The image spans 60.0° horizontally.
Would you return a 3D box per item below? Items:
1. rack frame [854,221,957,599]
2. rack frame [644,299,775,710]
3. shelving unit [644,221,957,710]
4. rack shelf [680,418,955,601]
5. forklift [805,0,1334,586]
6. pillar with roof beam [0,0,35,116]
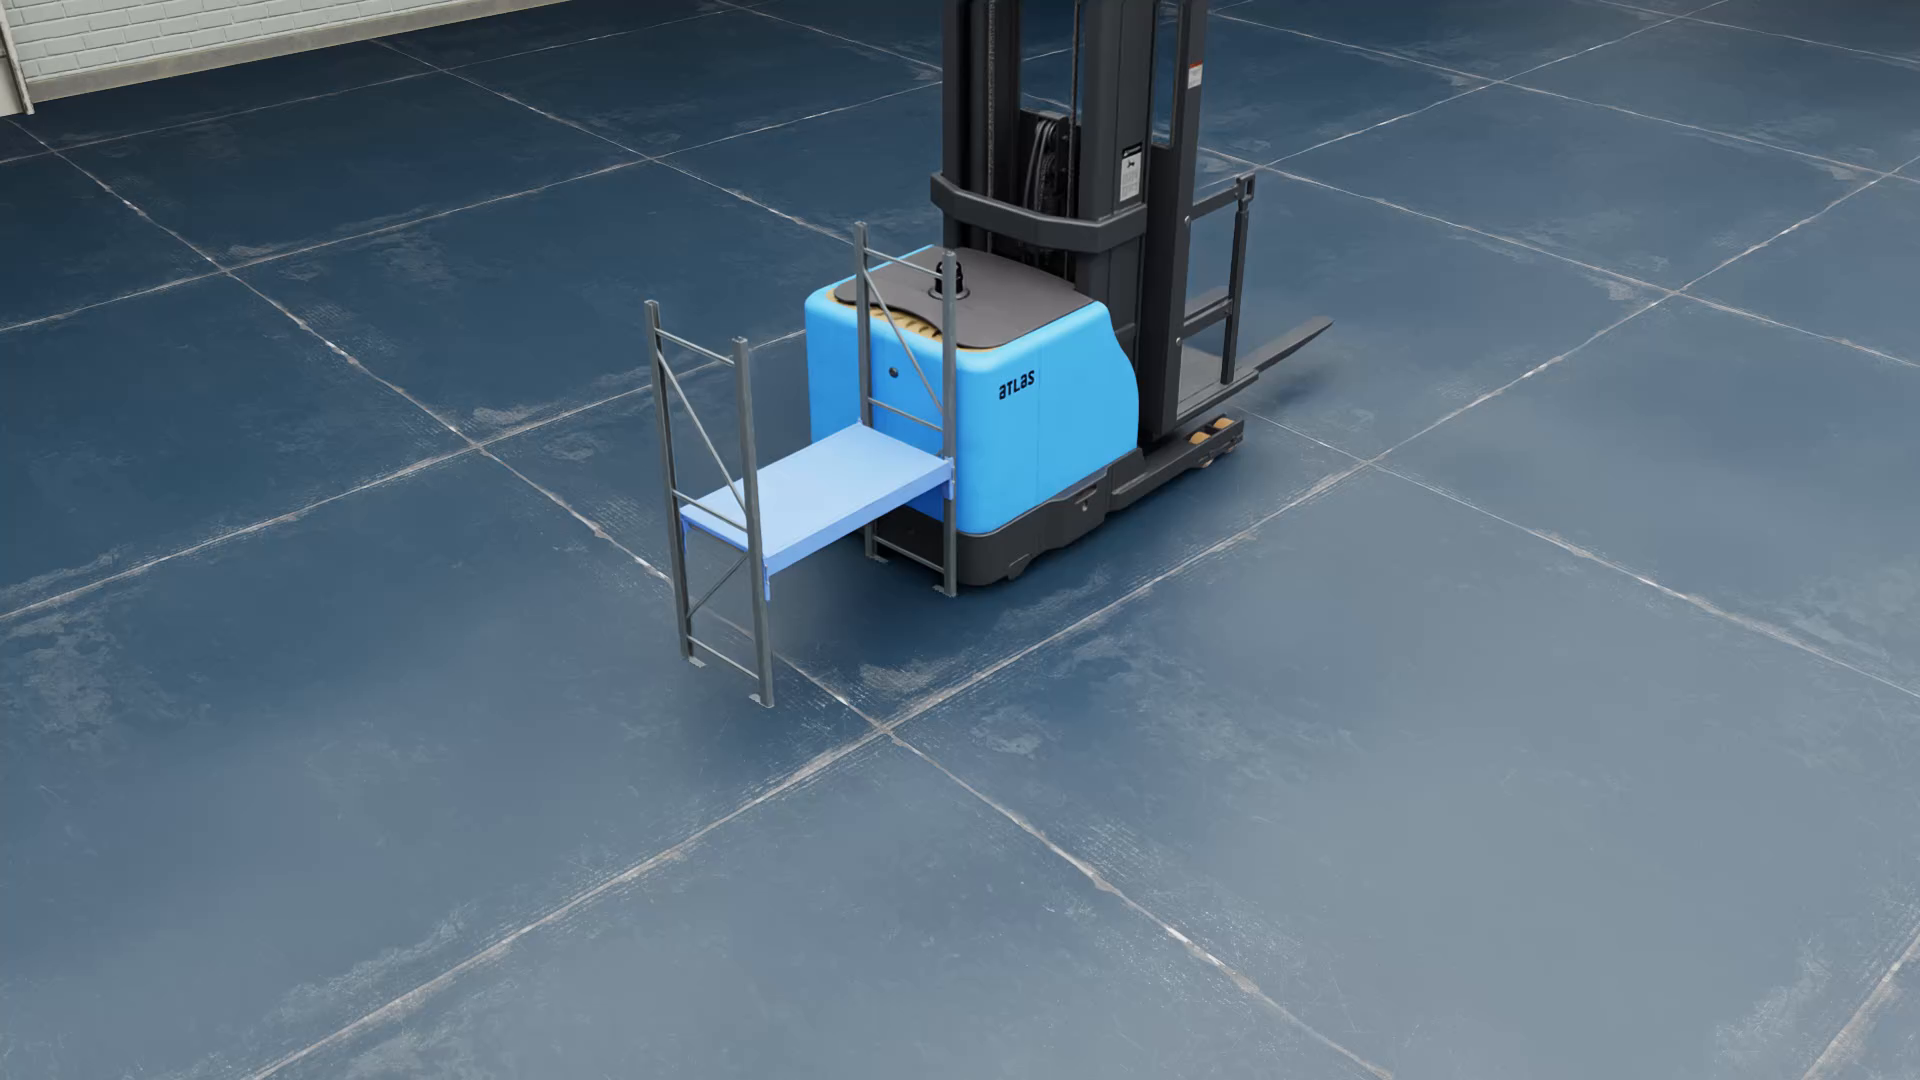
[{"bbox_3d":[-0.211,-0.491,6.615,0.500,1.500,0.032,25,39,35],"label":"rack frame"},{"bbox_3d":[-0.891,-0.097,5.971,0.500,1.500,0.032,25,39,35],"label":"rack frame"},{"bbox_3d":[-0.551,-0.294,6.293,0.538,1.500,1.048,25,39,35],"label":"shelving unit"},{"bbox_3d":[-0.551,-0.140,6.387,0.538,0.185,1.000,25,39,35],"label":"rack shelf"},{"bbox_3d":[0.702,-1.748,7.299,1.130,2.935,3.031,25,39,35],"label":"forklift"},{"bbox_3d":[-4.272,-5.389,7.437,0.400,9.000,9.100,-26,40,-35],"label":"pillar with roof beam"}]
